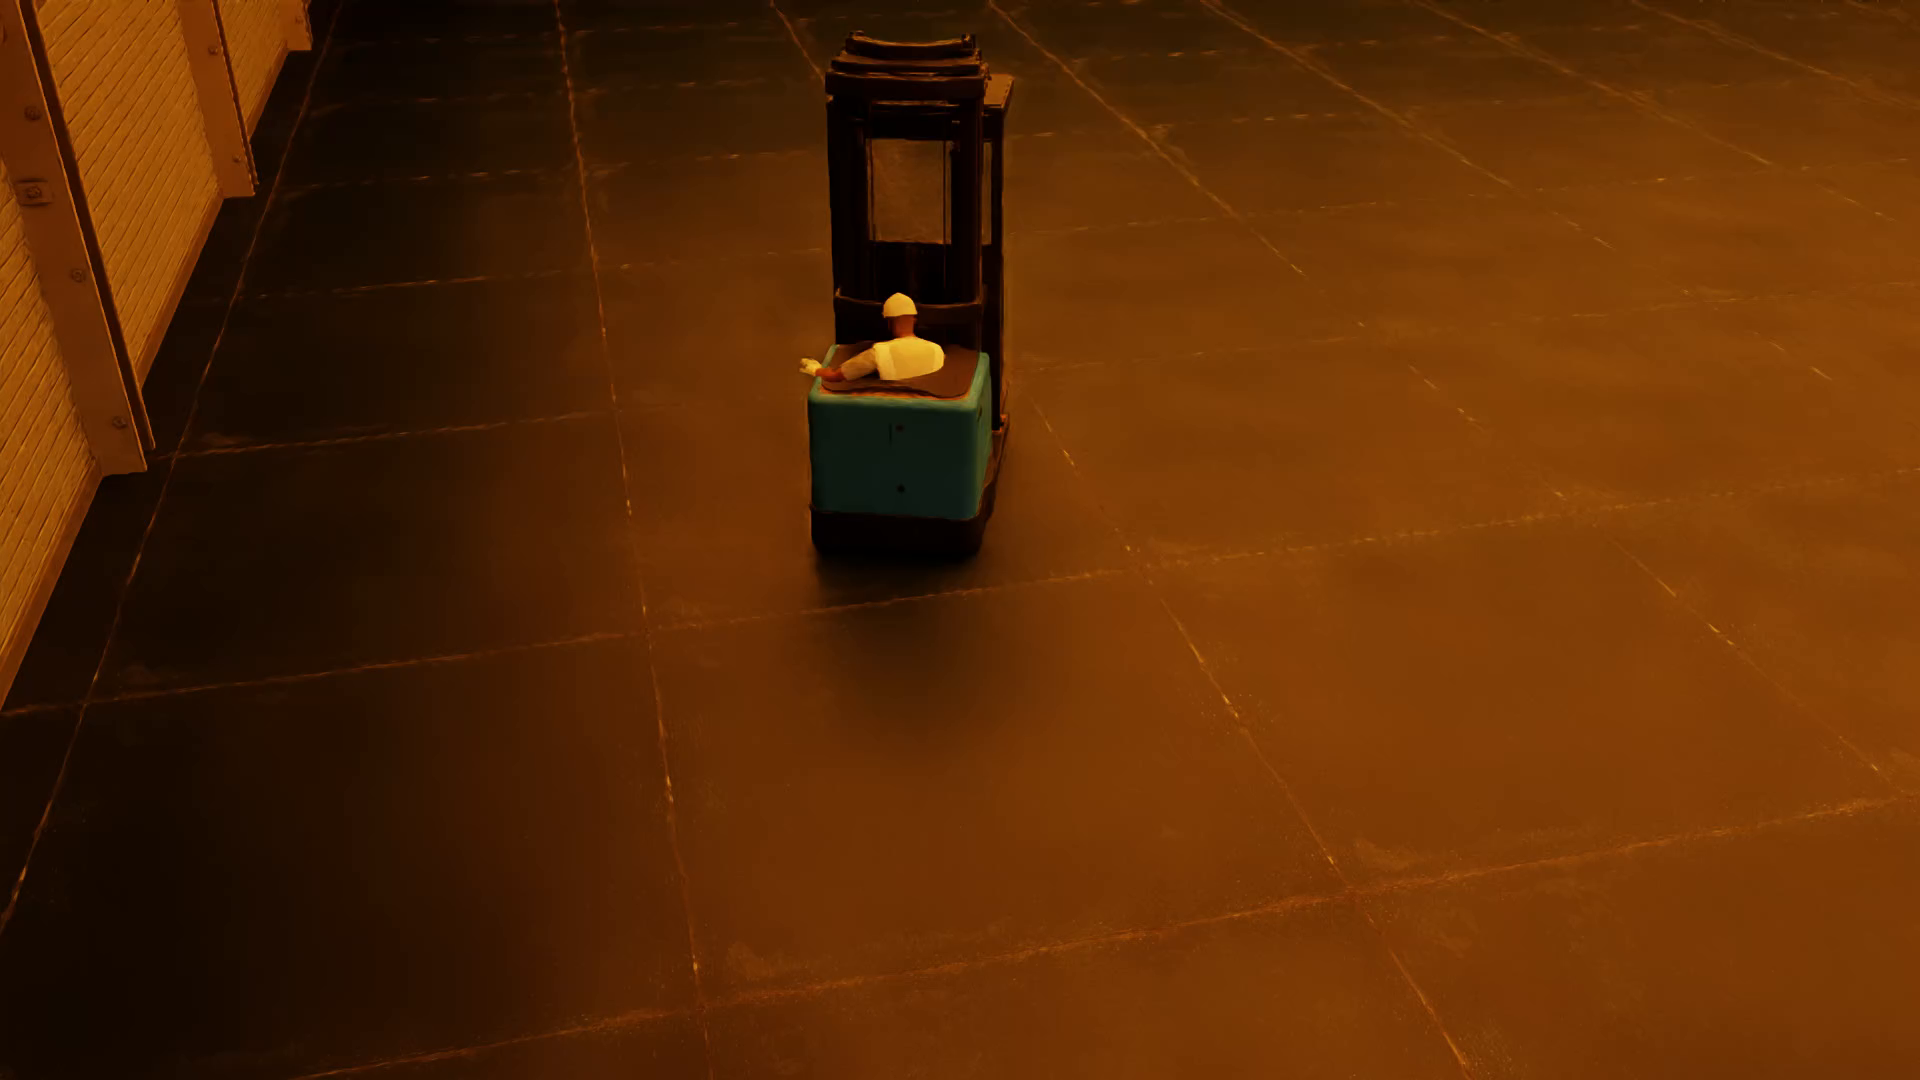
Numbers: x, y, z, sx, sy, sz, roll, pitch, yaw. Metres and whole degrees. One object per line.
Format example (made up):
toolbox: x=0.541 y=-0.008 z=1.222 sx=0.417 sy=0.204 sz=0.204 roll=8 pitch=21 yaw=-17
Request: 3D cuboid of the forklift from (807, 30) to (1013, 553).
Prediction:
forklift: x=-0.244 y=-1.902 z=10.860 sx=1.130 sy=2.935 sz=3.031 roll=3 pitch=30 yaw=6

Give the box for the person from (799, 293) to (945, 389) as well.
person: x=-0.467 y=-0.855 z=10.432 sx=0.978 sy=1.499 sz=0.808 roll=-15 pitch=33 yaw=-25
